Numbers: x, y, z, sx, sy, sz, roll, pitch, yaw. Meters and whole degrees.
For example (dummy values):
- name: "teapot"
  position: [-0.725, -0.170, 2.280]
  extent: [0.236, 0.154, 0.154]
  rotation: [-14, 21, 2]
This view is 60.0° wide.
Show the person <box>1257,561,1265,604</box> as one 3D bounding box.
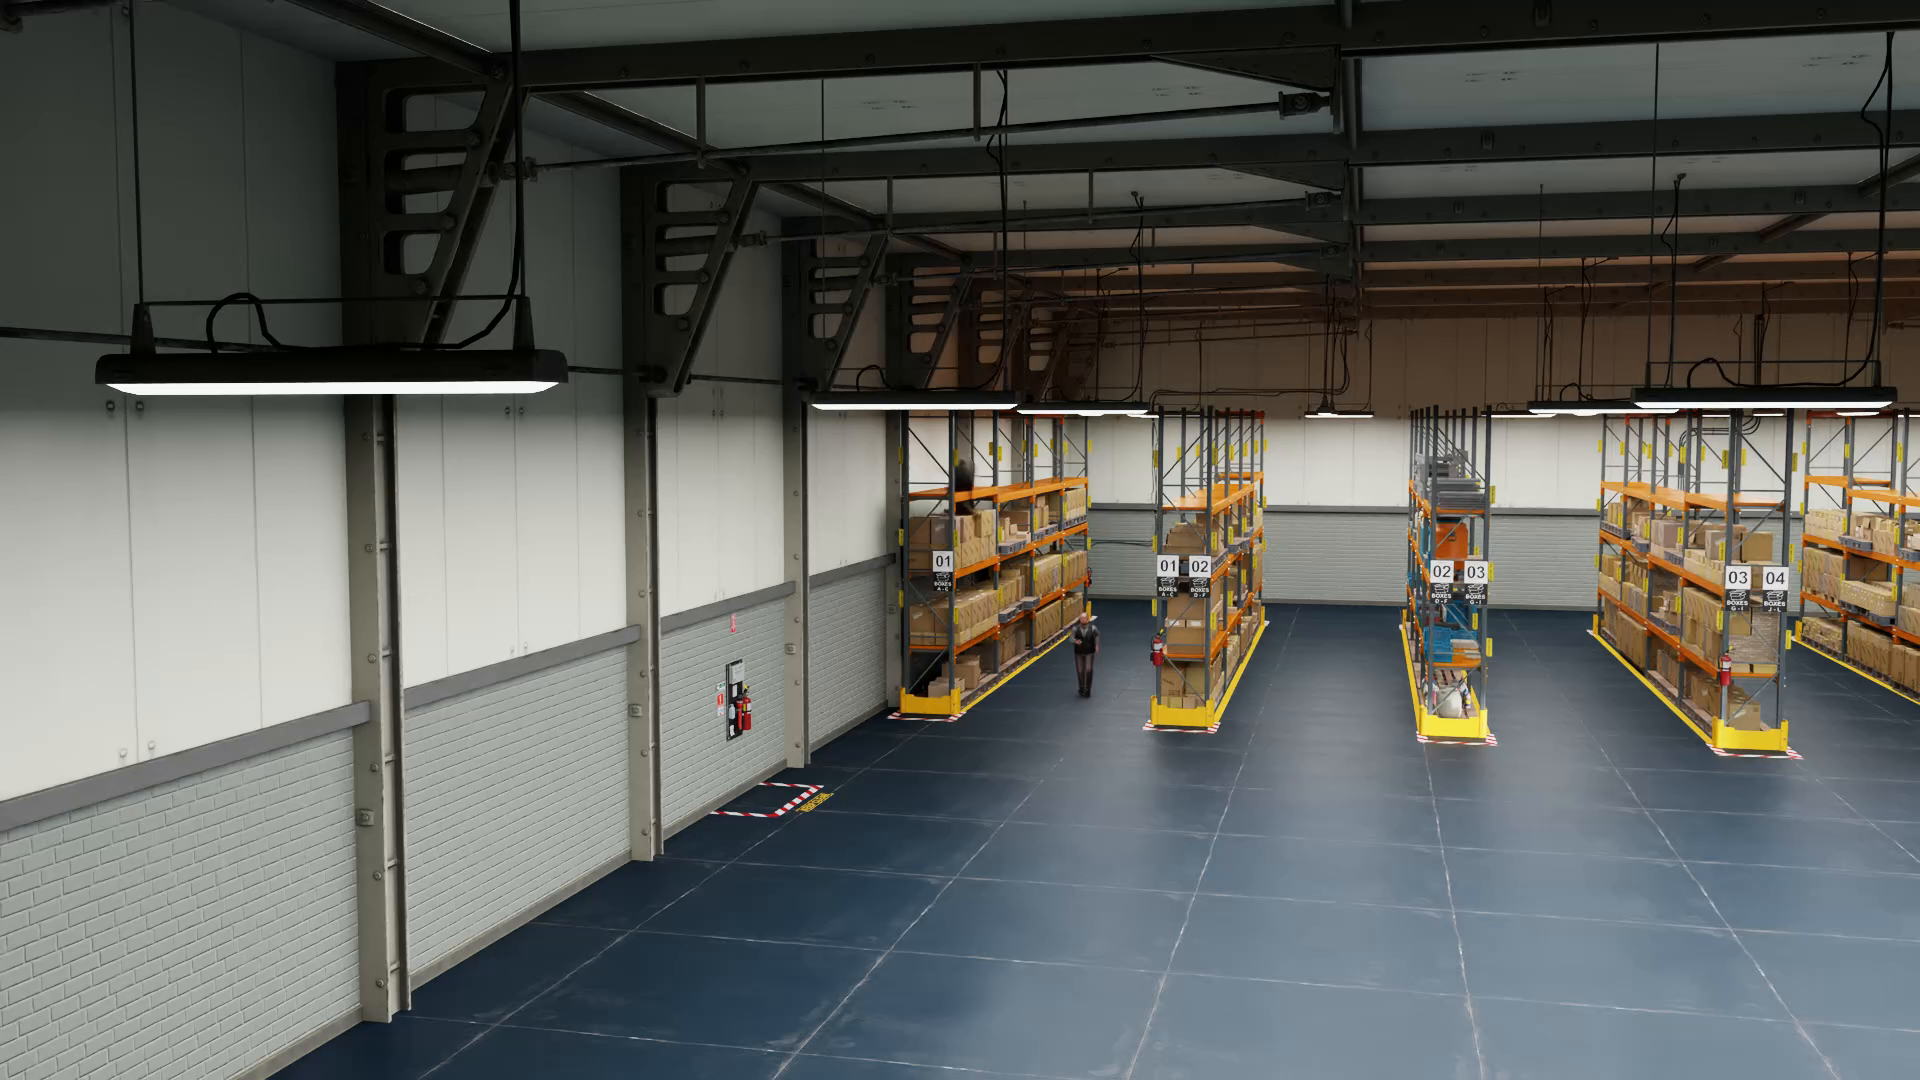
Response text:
- name: "person"
  position: [8.749, 1.407, 49.466]
  extent: [0.662, 1.631, 0.962]
  rotation: [-3, 5, -32]

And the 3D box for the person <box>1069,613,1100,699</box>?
- name: "person"
  position: [2.576, 2.399, 34.441]
  extent: [0.634, 1.772, 0.830]
  rotation: [1, 4, 8]

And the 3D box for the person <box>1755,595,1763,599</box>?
- name: "person"
  position: [20.912, 1.816, 43.773]
  extent: [0.619, 1.523, 0.758]
  rotation: [2, 4, 24]
